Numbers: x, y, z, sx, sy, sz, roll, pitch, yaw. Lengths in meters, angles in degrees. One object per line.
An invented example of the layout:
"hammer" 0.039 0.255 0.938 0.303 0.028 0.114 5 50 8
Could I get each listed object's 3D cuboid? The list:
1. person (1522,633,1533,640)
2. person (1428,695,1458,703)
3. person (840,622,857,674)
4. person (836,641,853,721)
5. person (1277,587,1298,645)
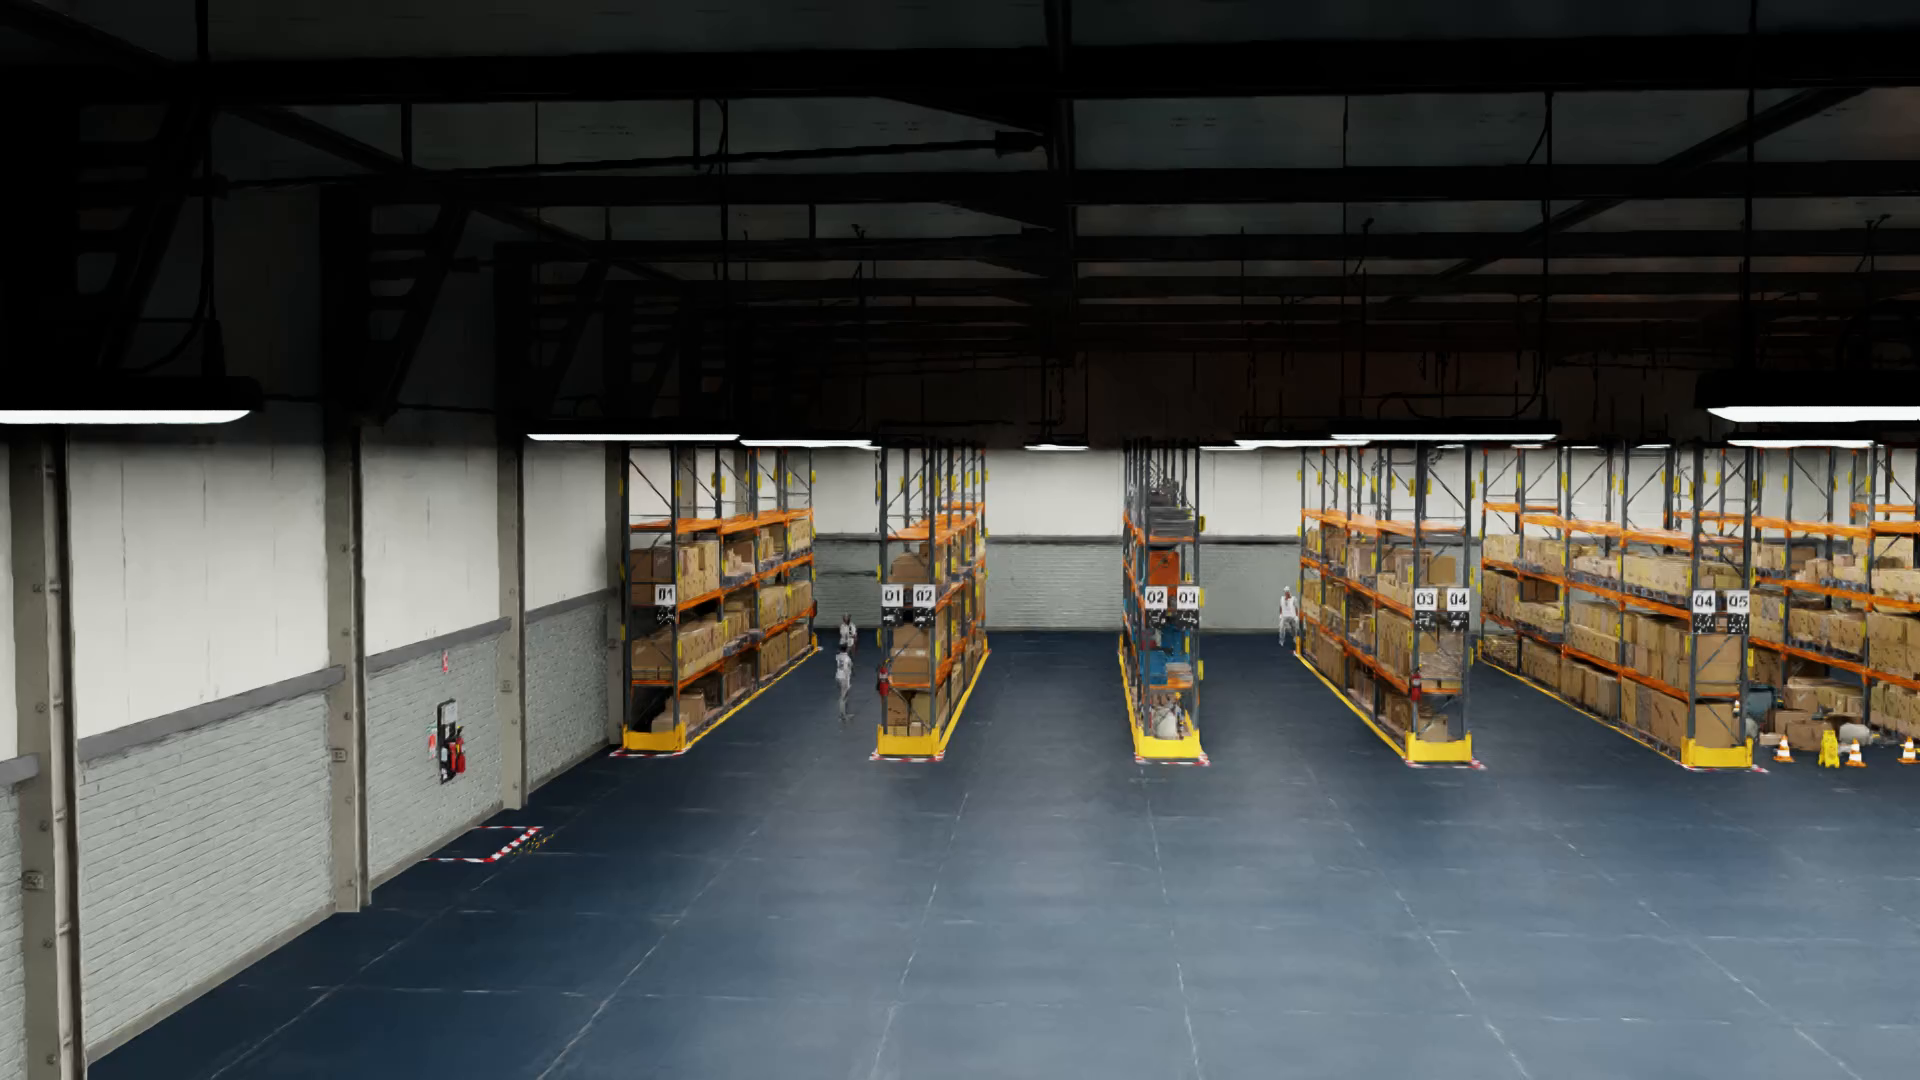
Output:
"person" 16.627 2.324 48.829 0.473 1.589 0.501 3 4 43
"person" 10.949 2.824 37.835 0.577 1.716 1.103 0 3 -5
"person" -2.829 2.763 42.112 0.427 1.402 0.998 0 3 3
"person" -2.429 2.985 35.306 0.405 1.680 0.538 -2 3 -27
"person" 9.716 2.239 49.160 0.604 1.731 0.983 1 3 25
